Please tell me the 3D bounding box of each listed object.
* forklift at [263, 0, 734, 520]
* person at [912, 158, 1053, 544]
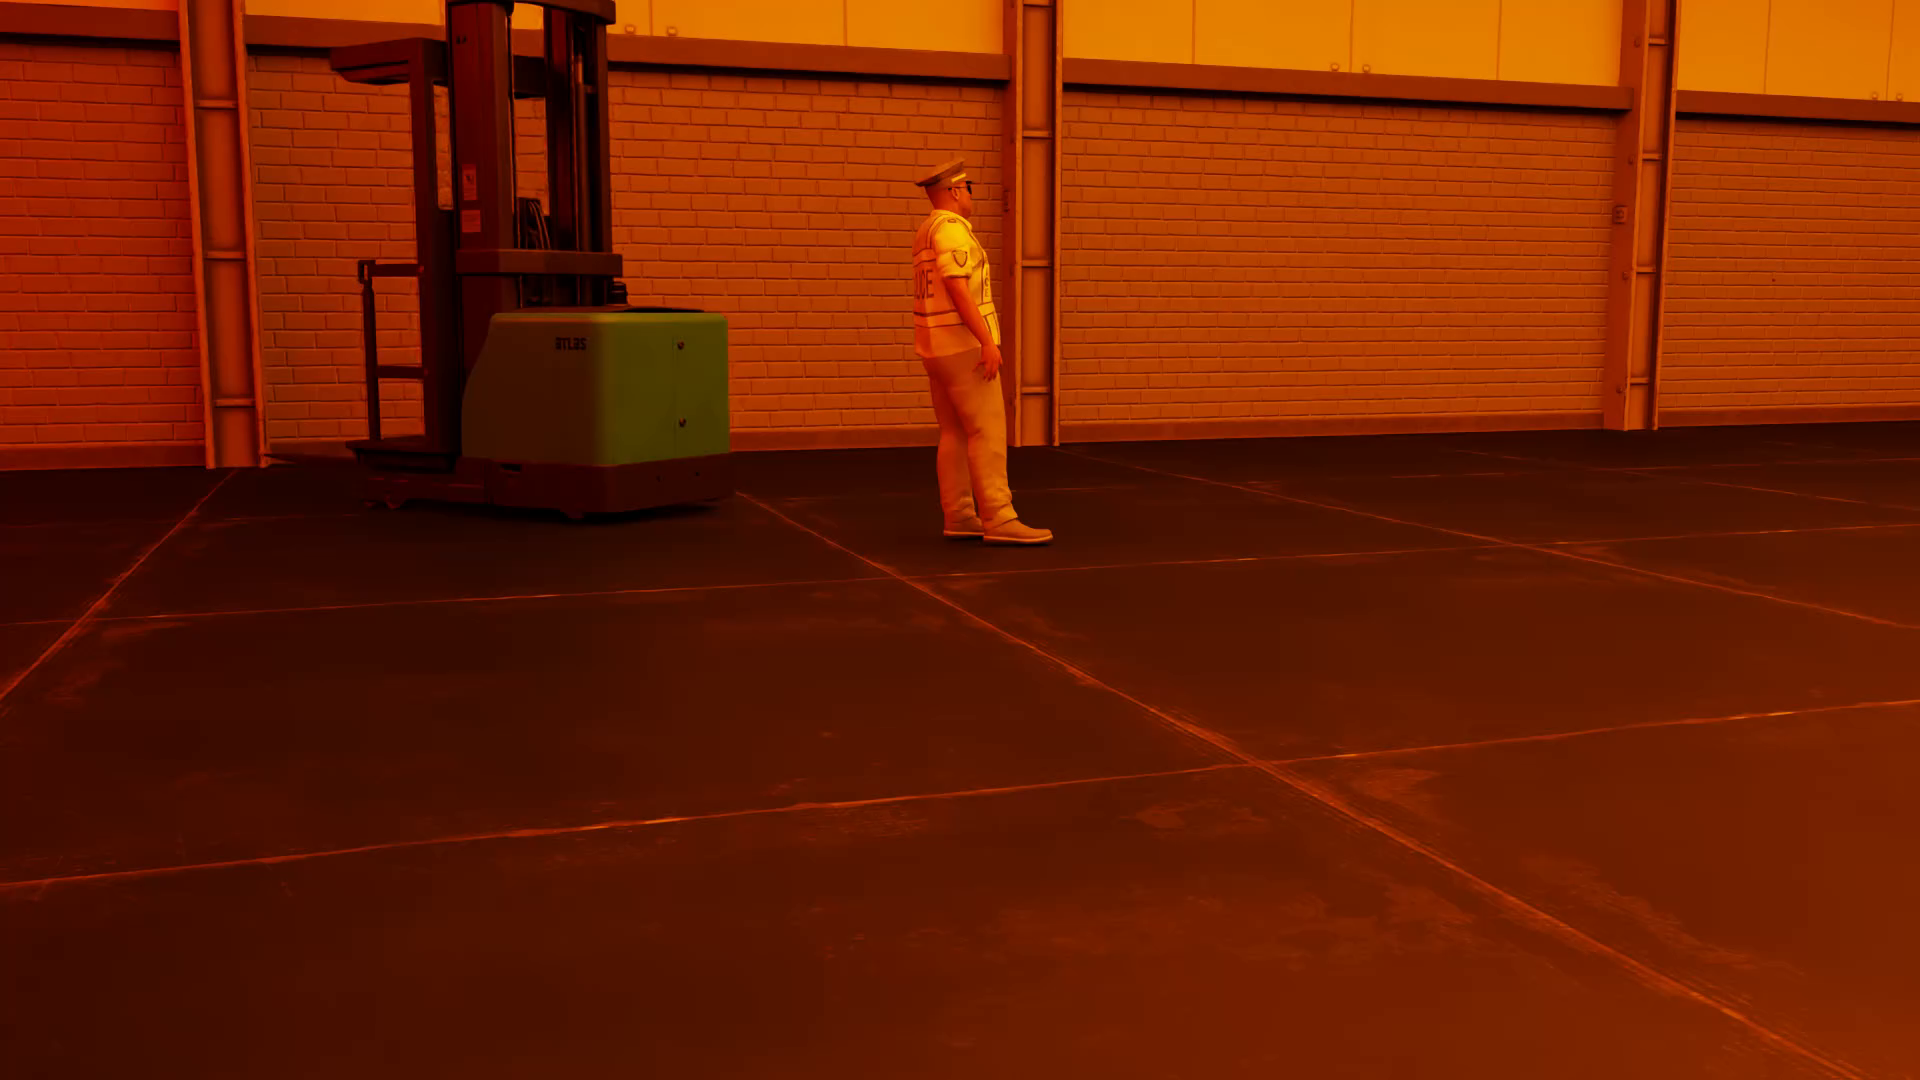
[{"bbox_3d":[-2.771,-1.679,9.393,3.031,2.935,1.130,5,9,32],"label":"forklift"},{"bbox_3d":[0.078,-0.893,7.816,0.574,1.780,0.640,-3,8,-18],"label":"person"}]
